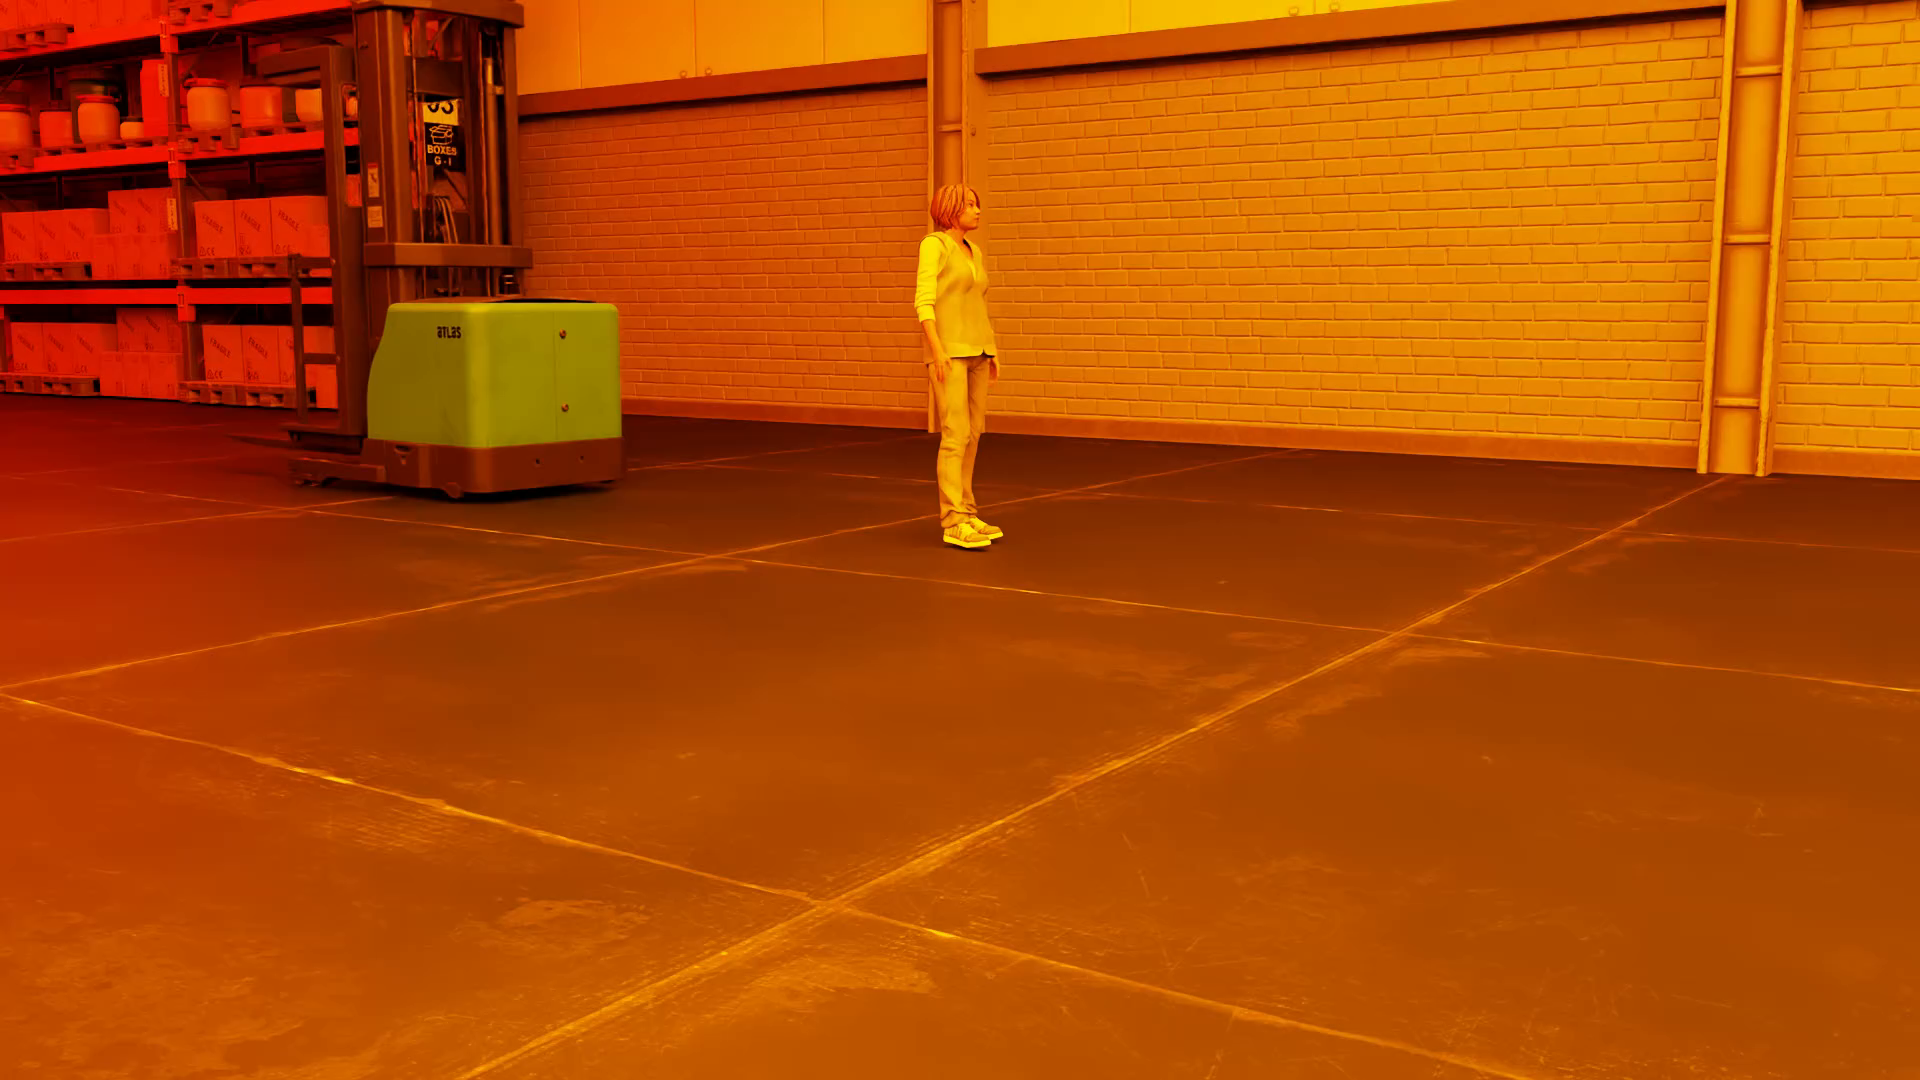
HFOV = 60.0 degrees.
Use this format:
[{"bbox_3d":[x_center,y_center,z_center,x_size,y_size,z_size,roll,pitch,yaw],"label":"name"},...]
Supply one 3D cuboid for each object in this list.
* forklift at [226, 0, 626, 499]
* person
[{"bbox_3d":[-3.392,-1.815,9.957,3.031,2.935,1.130,6,10,39],"label":"forklift"},{"bbox_3d":[0.054,-0.791,7.437,0.473,1.599,0.520,5,10,34],"label":"person"}]
